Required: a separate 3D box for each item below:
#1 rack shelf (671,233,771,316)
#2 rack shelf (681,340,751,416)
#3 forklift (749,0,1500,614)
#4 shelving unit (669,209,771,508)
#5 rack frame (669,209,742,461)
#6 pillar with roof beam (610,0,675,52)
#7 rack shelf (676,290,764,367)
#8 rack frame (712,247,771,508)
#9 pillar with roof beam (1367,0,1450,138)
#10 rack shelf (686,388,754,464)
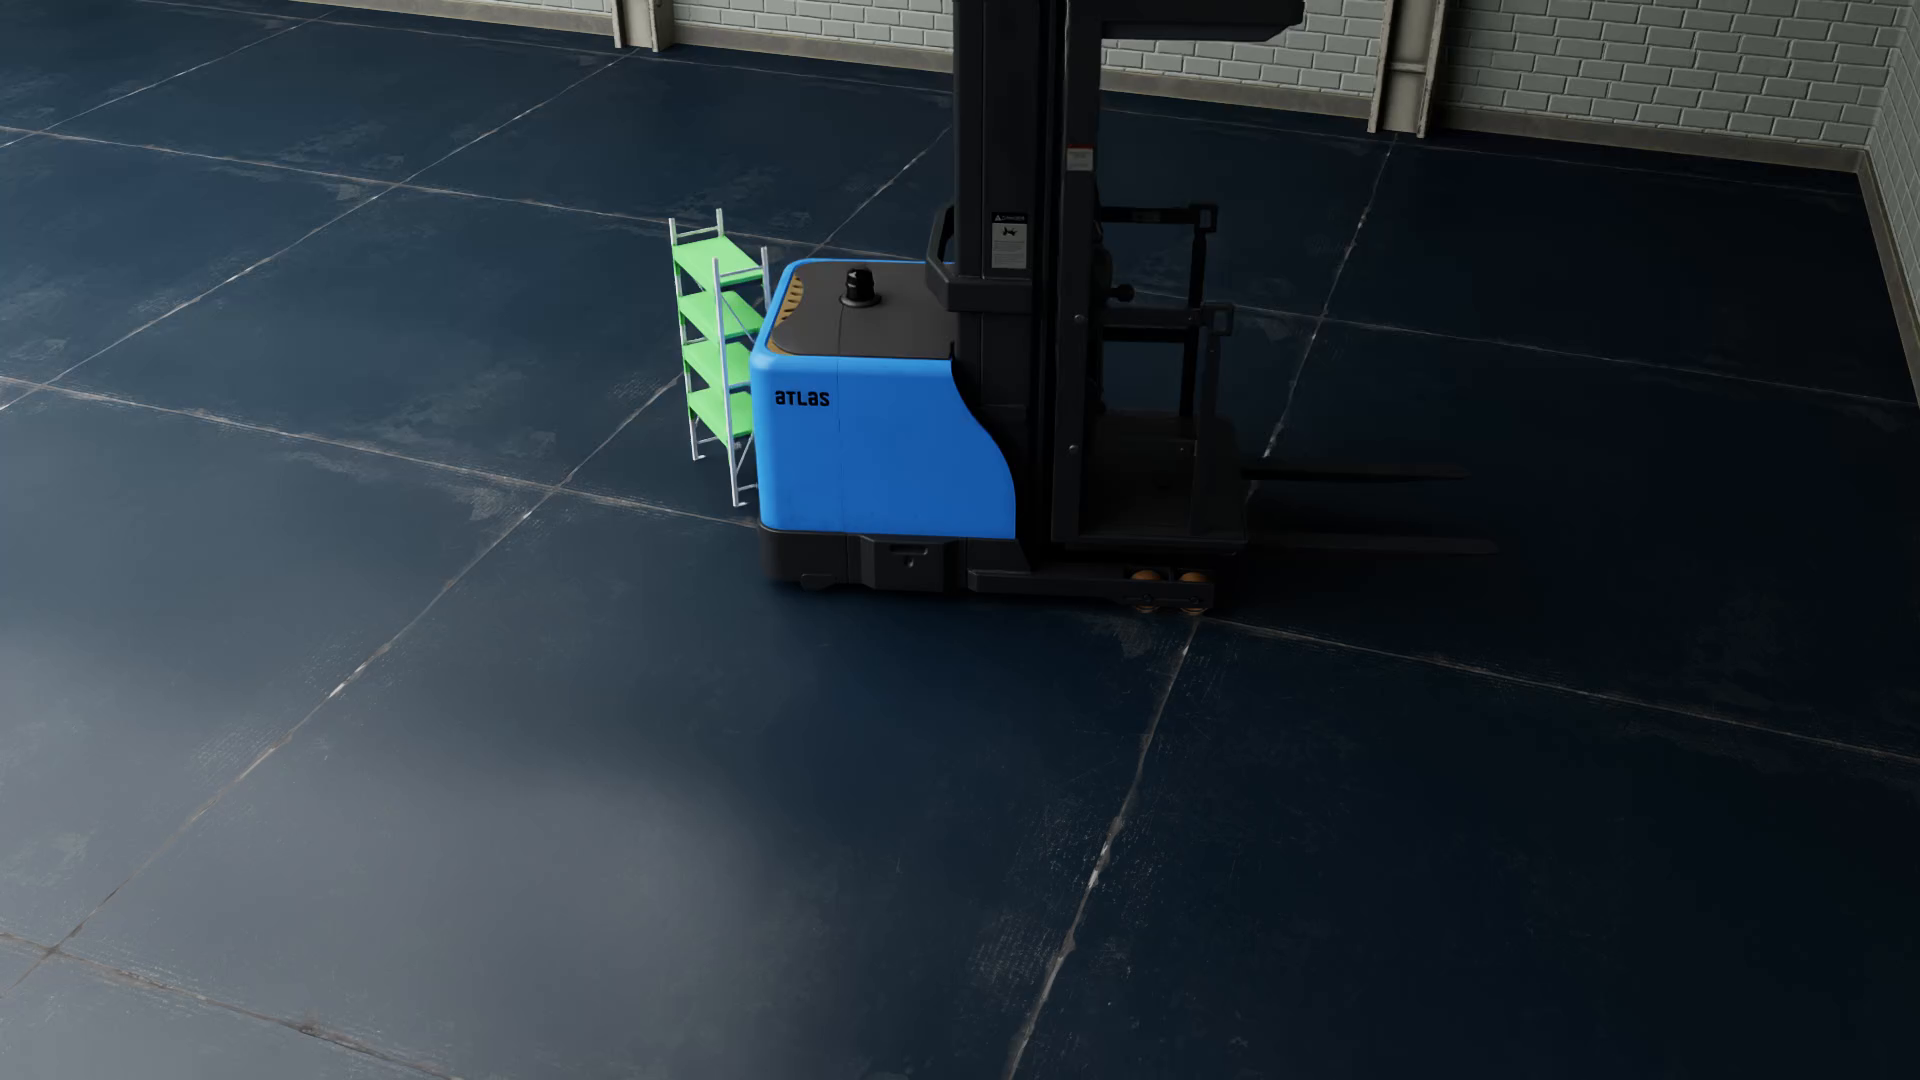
[{"bbox_3d":[-1.030,-1.148,7.155,0.258,0.148,0.480,-17,37,-24],"label":"rack shelf"},{"bbox_3d":[-1.030,-0.745,7.415,0.258,0.148,0.480,-17,37,-24],"label":"rack shelf"},{"bbox_3d":[0.711,-1.232,6.456,3.031,2.935,1.130,2,33,3],"label":"forklift"},{"bbox_3d":[-1.030,-0.798,7.380,0.258,1.200,0.503,-17,37,-24],"label":"shelving unit"},{"bbox_3d":[-1.150,-0.914,7.559,0.240,1.200,0.015,-17,37,-24],"label":"rack frame"},{"bbox_3d":[-3.996,-5.595,7.619,0.400,9.000,9.100,11,34,16],"label":"pillar with roof beam"},{"bbox_3d":[-1.030,-0.946,7.285,0.258,0.148,0.480,-17,37,-24],"label":"rack shelf"},{"bbox_3d":[-0.910,-0.683,7.202,0.240,1.200,0.015,-17,37,-24],"label":"rack frame"},{"bbox_3d":[1.653,-4.497,5.918,0.400,9.000,9.100,11,34,16],"label":"pillar with roof beam"},{"bbox_3d":[-1.030,-0.543,7.545,0.258,0.148,0.480,-17,37,-24],"label":"rack shelf"}]
